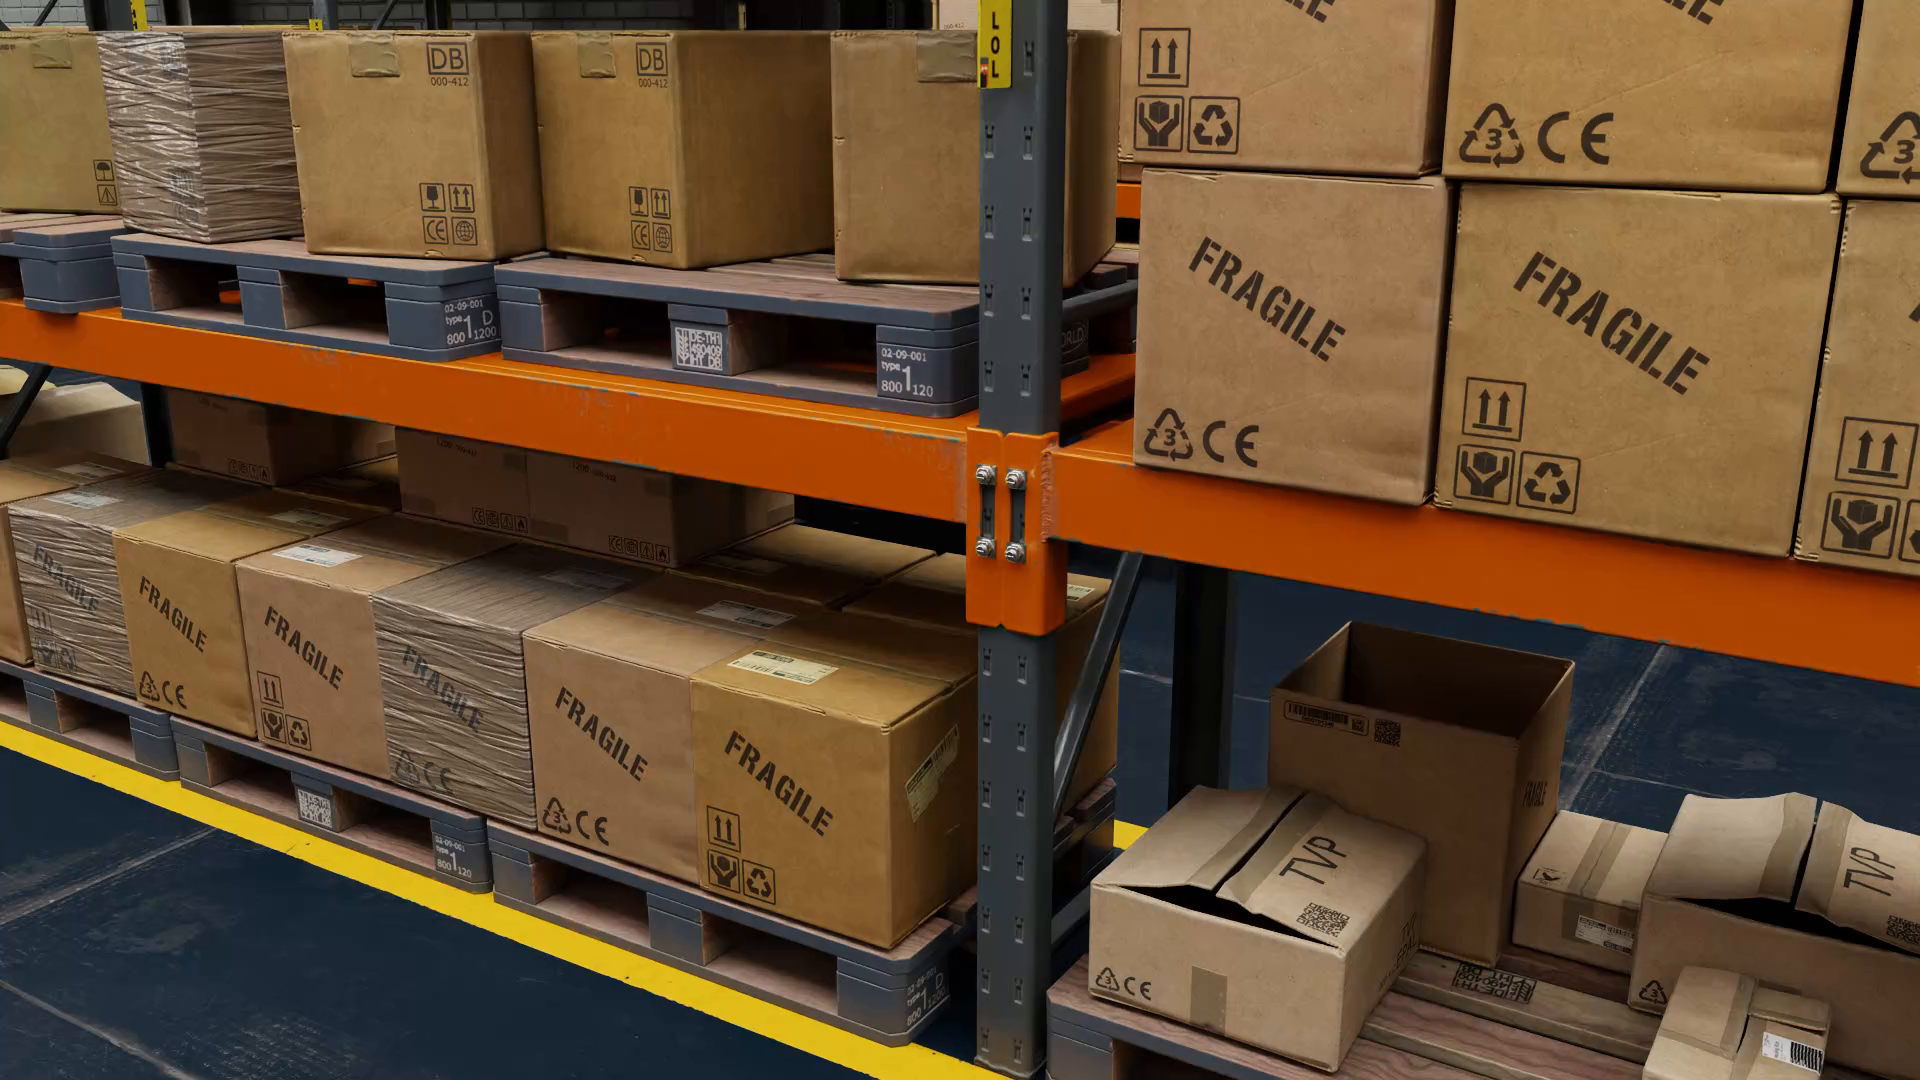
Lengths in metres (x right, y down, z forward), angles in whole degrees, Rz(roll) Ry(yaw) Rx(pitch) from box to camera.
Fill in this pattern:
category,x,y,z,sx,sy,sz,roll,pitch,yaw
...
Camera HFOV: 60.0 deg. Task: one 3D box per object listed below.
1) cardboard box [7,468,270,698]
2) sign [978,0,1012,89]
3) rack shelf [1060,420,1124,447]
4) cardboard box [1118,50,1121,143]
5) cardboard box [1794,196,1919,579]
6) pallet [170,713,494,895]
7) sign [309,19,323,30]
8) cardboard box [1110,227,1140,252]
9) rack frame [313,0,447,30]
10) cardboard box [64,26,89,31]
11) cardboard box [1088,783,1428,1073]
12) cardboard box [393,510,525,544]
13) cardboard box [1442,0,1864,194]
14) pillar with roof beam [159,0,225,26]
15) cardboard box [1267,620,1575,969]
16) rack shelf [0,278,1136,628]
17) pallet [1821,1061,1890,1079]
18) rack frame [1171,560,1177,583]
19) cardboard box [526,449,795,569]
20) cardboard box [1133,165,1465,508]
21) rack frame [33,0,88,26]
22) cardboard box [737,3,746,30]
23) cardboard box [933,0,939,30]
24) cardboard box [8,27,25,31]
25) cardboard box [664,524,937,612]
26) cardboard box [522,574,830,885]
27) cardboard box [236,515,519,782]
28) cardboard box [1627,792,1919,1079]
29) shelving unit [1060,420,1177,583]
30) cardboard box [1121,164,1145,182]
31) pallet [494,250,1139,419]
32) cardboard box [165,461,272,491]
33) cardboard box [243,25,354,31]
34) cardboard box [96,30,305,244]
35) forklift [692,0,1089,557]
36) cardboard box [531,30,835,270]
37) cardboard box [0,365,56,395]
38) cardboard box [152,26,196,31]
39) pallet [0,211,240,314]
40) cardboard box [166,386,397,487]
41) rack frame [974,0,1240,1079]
category,x,y,z,sx,sy,sz,roll,pitch,yaw
cardboard box,-2.377,0.111,4.898,0.500,0.500,0.500,9,19,28
sign,0.057,-0.900,2.692,0.005,0.325,0.100,10,20,30
rack shelf,0.650,-0.412,6.403,0.480,0.148,0.258,9,19,26
cardboard box,0.669,-2.225,8.326,0.500,0.500,0.500,10,20,30
cardboard box,1.499,-0.233,2.316,0.500,0.500,0.500,10,20,30
pallet,-1.413,0.550,4.706,1.213,0.211,1.003,10,20,30
sign,-4.161,-3.207,10.789,0.005,0.325,0.100,10,20,30
cardboard box,0.826,-1.213,8.690,0.750,0.750,0.750,10,20,30
rack frame,-3.884,-2.928,11.361,0.127,3.000,1.000,10,20,30
cardboard box,-6.190,-3.529,12.270,0.500,0.500,0.500,9,19,28
cardboard box,0.589,0.709,3.254,0.500,0.311,0.500,10,20,30
cardboard box,-1.253,0.134,4.822,0.500,0.500,0.500,9,19,28
cardboard box,1.038,-0.791,2.431,0.500,0.500,0.500,9,19,28
pillar with roof beam,-8.496,-5.449,9.337,0.400,9.000,9.100,10,20,30
cardboard box,0.978,0.518,3.560,0.500,0.500,0.500,10,20,30
rack shelf,-1.360,-0.444,4.420,4.000,0.370,1.077,10,20,30
pallet,1.972,1.140,2.765,1.213,0.211,1.003,10,20,30
rack frame,0.867,-0.443,6.276,0.015,1.200,0.240,9,19,26
cardboard box,-0.793,-0.143,4.446,0.500,0.250,0.500,10,20,30
cardboard box,0.636,-0.387,2.822,0.500,0.500,0.500,11,20,31
rack frame,-7.292,-3.537,13.364,0.127,3.000,1.000,10,20,30
cardboard box,-1.067,-2.979,9.483,0.250,0.149,0.380,7,18,21
cardboard box,-0.199,-2.741,8.736,0.500,0.250,0.500,11,20,31
cardboard box,-7.043,-3.686,12.790,0.500,0.500,0.500,10,20,30
cardboard box,-0.401,0.289,4.312,0.500,0.500,0.500,10,20,31
cardboard box,-0.643,0.420,3.881,0.500,0.500,0.500,10,20,30
cardboard box,-1.505,0.267,4.386,0.500,0.500,0.500,9,19,28
cardboard box,1.617,0.722,3.211,0.500,0.311,0.500,10,20,30
shelving unit,0.650,-0.476,6.384,0.503,1.200,0.258,9,19,26
cardboard box,0.997,-1.871,8.279,0.250,0.149,0.380,10,20,30
pallet,-0.280,-0.541,3.831,1.213,0.211,1.003,10,20,30
cardboard box,-2.145,-0.023,5.340,0.500,0.500,0.500,11,20,32
cardboard box,-4.448,-3.220,11.255,0.500,0.500,0.500,10,20,30
cardboard box,-1.789,-1.087,4.404,0.500,0.500,0.700,15,22,40
forklift,-0.924,-1.542,6.915,3.031,2.935,1.130,9,19,26
cardboard box,-0.562,-0.949,3.951,0.500,0.500,0.700,14,22,39
cardboard box,-3.809,-0.476,6.332,0.500,0.311,0.500,10,19,29
cardboard box,-5.300,-3.374,11.762,0.500,0.500,0.500,9,19,28
pallet,-2.450,-0.915,5.063,1.003,0.211,1.213,10,20,30
cardboard box,-2.094,-0.374,5.206,0.500,0.250,0.500,11,20,32
rack frame,0.344,-0.484,3.314,0.127,3.000,1.000,10,20,30
